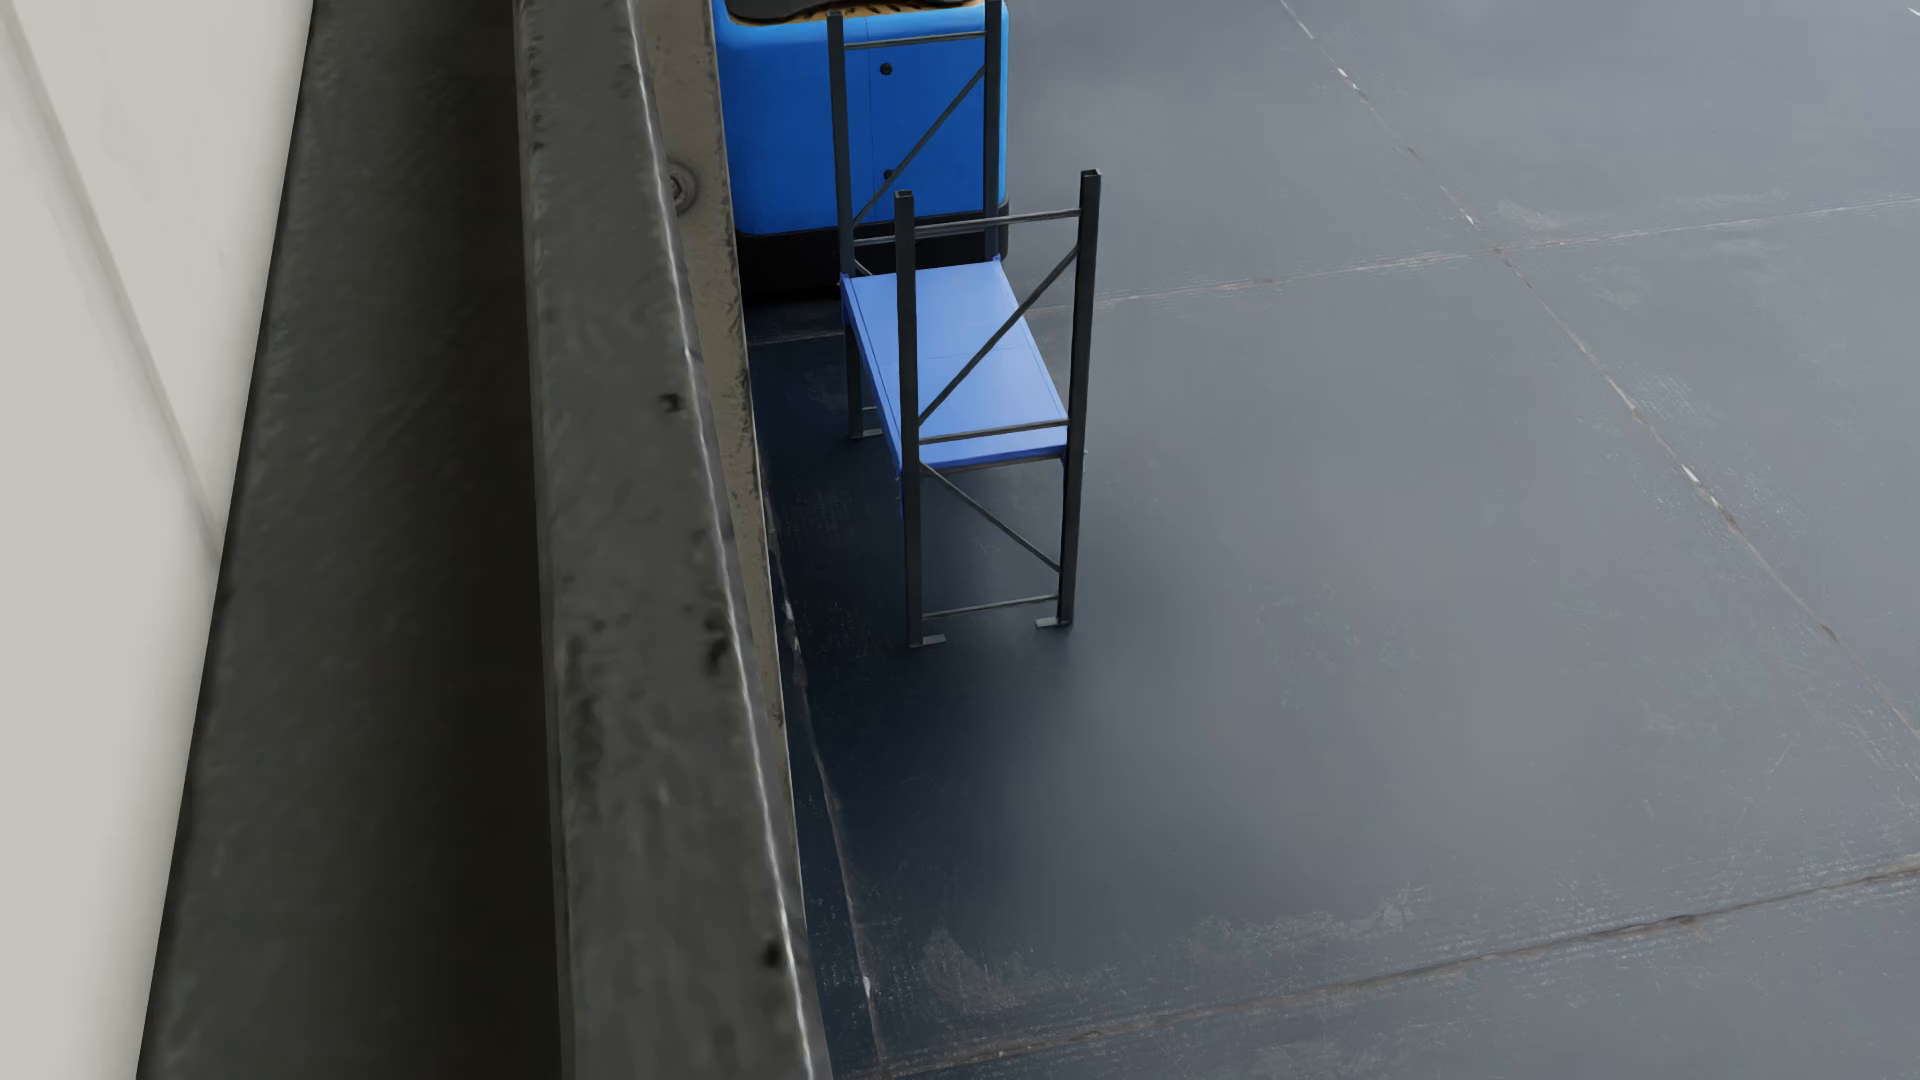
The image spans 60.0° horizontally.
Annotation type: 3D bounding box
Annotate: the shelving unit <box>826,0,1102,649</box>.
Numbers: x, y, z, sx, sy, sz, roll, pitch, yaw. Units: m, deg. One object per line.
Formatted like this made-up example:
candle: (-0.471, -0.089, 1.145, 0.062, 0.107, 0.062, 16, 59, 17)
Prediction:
shelving unit: (-0.018, -0.616, 4.814, 0.538, 1.500, 1.048, -8, 42, -9)

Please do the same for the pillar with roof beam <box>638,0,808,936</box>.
pillar with roof beam: (3.726, -2.694, 1.507, 9.100, 9.000, 0.400, -8, 42, -9)

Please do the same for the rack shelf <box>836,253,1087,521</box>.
rack shelf: (-0.018, -0.482, 4.934, 0.538, 0.185, 1.000, -8, 42, -9)

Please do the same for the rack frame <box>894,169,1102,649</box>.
rack frame: (0.091, -0.287, 4.443, 0.500, 1.500, 0.032, -8, 42, -9)

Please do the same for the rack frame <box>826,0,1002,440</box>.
rack frame: (-0.128, -0.946, 5.186, 0.500, 1.500, 0.032, -8, 42, -9)

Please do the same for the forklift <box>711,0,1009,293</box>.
forklift: (-0.635, -3.002, 6.424, 1.130, 2.935, 3.031, -8, 42, -9)
